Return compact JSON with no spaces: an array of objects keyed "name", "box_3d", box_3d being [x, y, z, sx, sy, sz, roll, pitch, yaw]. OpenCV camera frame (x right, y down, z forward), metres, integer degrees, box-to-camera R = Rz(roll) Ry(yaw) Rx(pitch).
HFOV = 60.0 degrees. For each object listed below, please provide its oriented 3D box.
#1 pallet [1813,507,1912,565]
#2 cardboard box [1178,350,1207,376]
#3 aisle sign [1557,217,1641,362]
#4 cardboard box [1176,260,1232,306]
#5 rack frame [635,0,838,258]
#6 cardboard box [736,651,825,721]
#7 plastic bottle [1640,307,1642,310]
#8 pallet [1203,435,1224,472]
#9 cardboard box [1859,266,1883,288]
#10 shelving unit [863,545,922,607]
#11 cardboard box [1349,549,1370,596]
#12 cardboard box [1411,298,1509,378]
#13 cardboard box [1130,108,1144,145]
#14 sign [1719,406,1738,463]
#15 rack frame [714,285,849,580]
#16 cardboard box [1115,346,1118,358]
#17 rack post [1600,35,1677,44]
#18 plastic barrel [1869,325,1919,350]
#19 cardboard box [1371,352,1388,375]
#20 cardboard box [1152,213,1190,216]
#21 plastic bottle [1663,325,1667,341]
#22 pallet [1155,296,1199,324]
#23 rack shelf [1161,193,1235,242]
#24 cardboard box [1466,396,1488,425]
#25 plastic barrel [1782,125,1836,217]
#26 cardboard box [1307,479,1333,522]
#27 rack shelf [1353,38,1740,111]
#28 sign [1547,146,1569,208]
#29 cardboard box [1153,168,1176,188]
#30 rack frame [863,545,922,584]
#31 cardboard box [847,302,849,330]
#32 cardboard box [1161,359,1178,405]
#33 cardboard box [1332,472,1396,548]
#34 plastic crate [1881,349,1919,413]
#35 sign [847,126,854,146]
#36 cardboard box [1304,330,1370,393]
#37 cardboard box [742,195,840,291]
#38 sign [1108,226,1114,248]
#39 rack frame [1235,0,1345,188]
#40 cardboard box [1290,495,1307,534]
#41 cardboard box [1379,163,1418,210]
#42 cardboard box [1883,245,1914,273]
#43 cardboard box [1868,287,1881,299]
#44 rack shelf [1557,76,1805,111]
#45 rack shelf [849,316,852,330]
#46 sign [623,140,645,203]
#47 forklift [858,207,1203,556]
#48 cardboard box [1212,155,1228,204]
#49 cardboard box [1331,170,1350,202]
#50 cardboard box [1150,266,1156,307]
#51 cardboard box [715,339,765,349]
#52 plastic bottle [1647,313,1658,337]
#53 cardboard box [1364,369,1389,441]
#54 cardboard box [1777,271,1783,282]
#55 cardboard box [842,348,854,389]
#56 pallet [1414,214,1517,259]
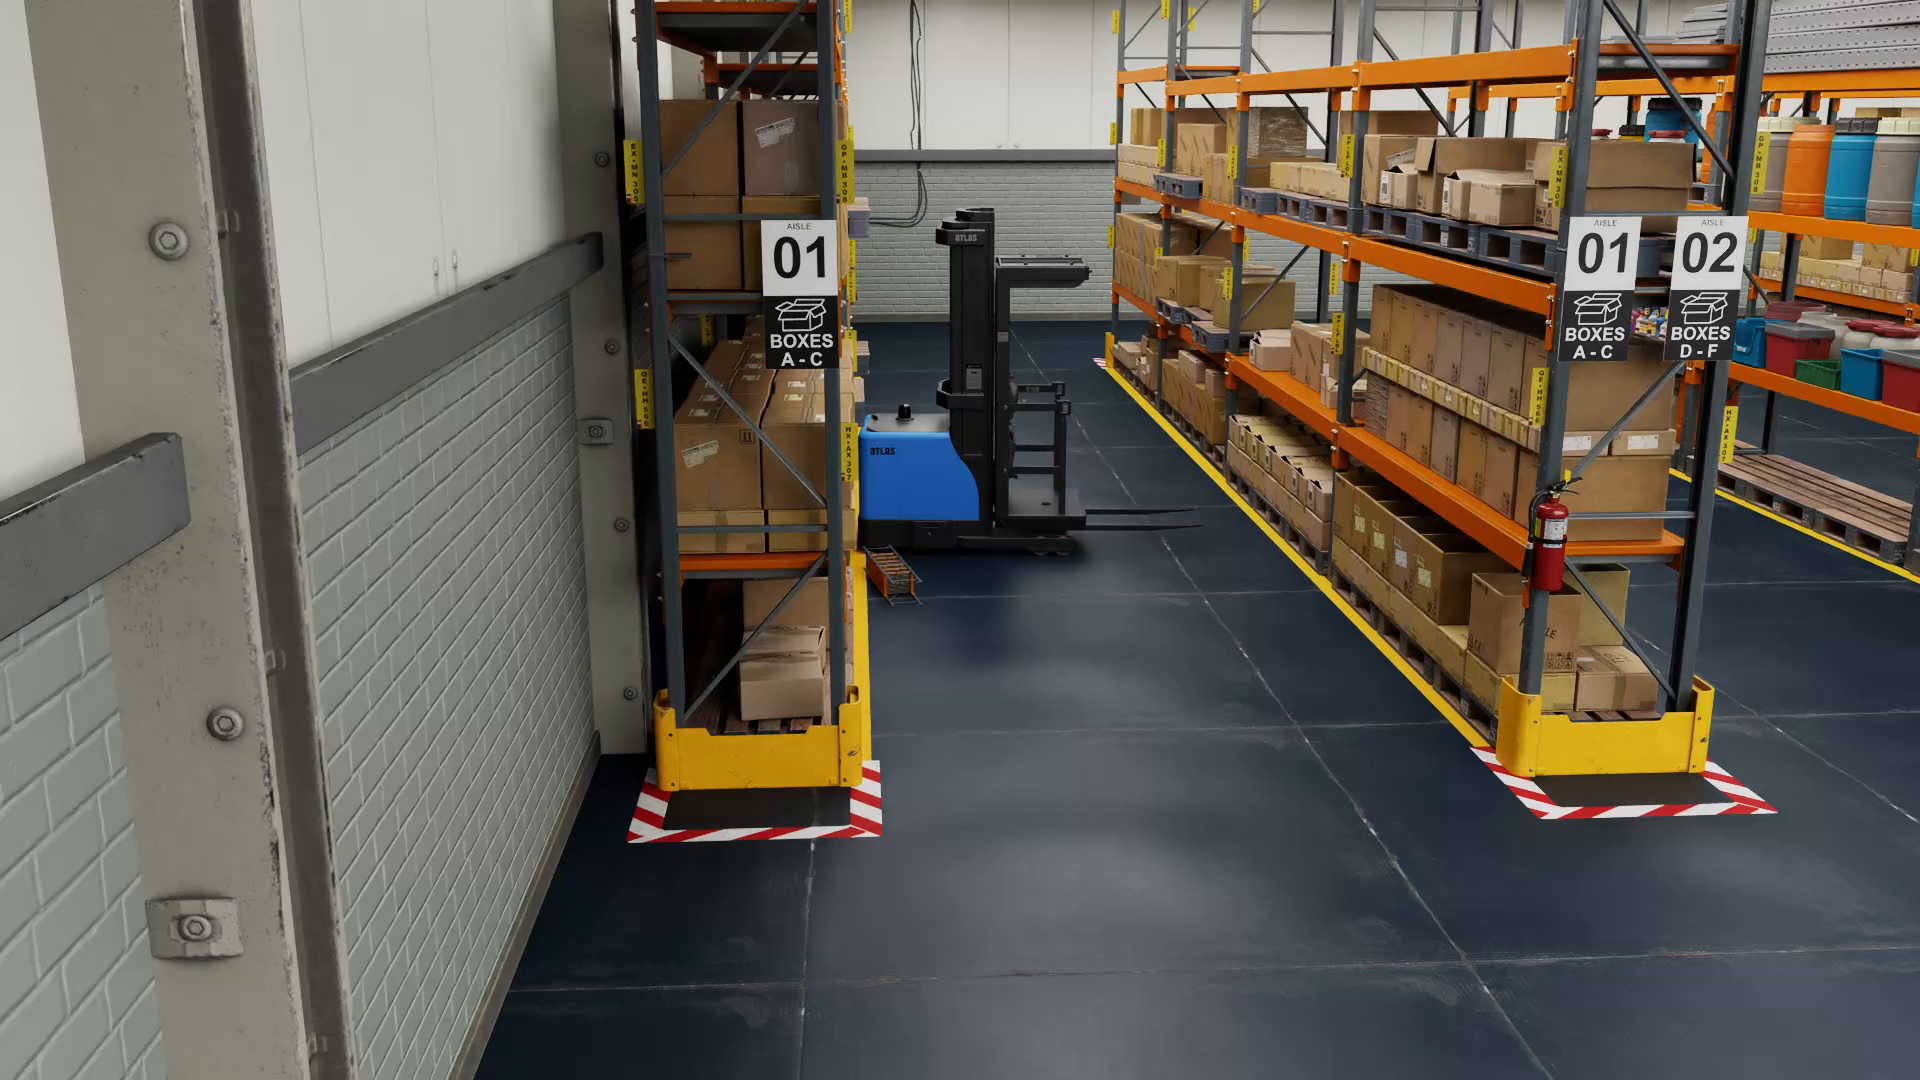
[{"name":"pallet","box_3d":[8.401,-0.047,14.784,1.003,0.211,1.213,-1,14,-3]},{"name":"cardboard box","box_3d":[2.897,-2.109,19.833,0.500,0.250,0.500,-1,14,-3]},{"name":"aisle sign","box_3d":[3.503,-1.370,9.115,0.394,0.787,0.004,-1,14,-3]},{"name":"cardboard box","box_3d":[2.961,-3.077,19.922,0.700,0.500,0.500,1,14,5]},{"name":"rack frame","box_3d":[-1.152,-2.960,8.471,1.000,3.000,0.127,-1,14,-3]},{"name":"cardboard box","box_3d":[-1.105,0.861,10.173,0.500,0.311,0.500,-3,15,-10]},{"name":"plastic bottle","box_3d":[8.270,-2.814,20.201,0.097,0.271,0.097,0,14,0]},{"name":"pallet","box_3d":[3.288,-0.957,18.324,1.003,0.211,1.213,-1,14,-3]},{"name":"cardboard box","box_3d":[12.613,-3.574,22.602,0.500,0.250,0.500,0,14,-2]},{"name":"shelving unit","box_3d":[-0.560,0.281,13.542,0.258,0.189,1.200,-4,15,-14]},{"name":"cardboard box","box_3d":[3.296,0.246,12.726,0.500,0.250,0.500,-1,14,-3]},{"name":"cardboard box","box_3d":[3.641,-1.443,11.811,0.700,0.500,0.500,-1,14,-3]},{"name":"cardboard box","box_3d":[2.796,-5.843,23.490,0.700,0.500,0.500,-1,14,-3]},{"name":"sign","box_3d":[4.347,-0.597,9.429,0.100,0.325,0.005,-1,14,-3]},{"name":"rack frame","box_3d":[-1.400,-1.049,13.085,1.000,3.000,0.127,-1,14,-3]},{"name":"cardboard box","box_3d":[2.499,-2.781,24.616,0.380,0.166,0.250,-1,14,-3]},{"name":"rack post","box_3d":[8.014,-5.851,19.858,0.937,0.300,0.954,-1,14,-4]},{"name":"plastic barrel","box_3d":[8.603,-1.692,15.310,0.433,0.535,0.433,0,14,0]},{"name":"cardboard box","box_3d":[3.384,-1.357,12.779,0.380,0.149,0.250,-1,14,-3]},{"name":"cardboard box","box_3d":[3.103,-4.537,24.435,0.500,0.500,0.500,-1,14,-4]},{"name":"plastic bottle","box_3d":[7.787,-2.281,18.272,0.097,0.201,0.097,0,14,0]},{"name":"pallet","box_3d":[2.989,-2.823,20.364,1.003,0.211,1.213,-1,14,-3]},{"name":"rack shelf","box_3d":[3.173,-3.723,18.902,1.077,0.370,4.000,-1,14,-3]},{"name":"cardboard box","box_3d":[3.515,-0.843,10.781,0.380,0.149,0.250,0,14,-2]},{"name":"plastic barrel","box_3d":[8.115,-3.488,15.680,0.600,0.830,0.708,-1,14,-3]},{"name":"cardboard box","box_3d":[3.233,-0.366,13.981,0.500,0.311,0.500,-1,14,-3]},{"name":"rack shelf","box_3d":[3.668,-2.993,10.845,1.077,0.370,4.000,-1,14,-3]},{"name":"sign","box_3d":[3.250,-1.970,9.026,0.100,0.325,0.005,-1,14,-3]},{"name":"cardboard box","box_3d":[2.753,-4.613,21.218,0.500,0.250,0.500,-1,14,-3]},{"name":"rack frame","box_3d":[-0.560,0.192,13.520,0.240,0.006,1.200,-4,15,-14]},{"name":"cardboard box","box_3d":[-1.422,-2.371,17.385,0.500,0.500,0.500,0,14,-2]},{"name":"cardboard box","box_3d":[2.836,-1.995,20.893,0.500,0.500,0.500,-2,15,-6]},{"name":"cardboard box","box_3d":[3.261,-0.242,13.116,0.500,0.500,0.500,-1,14,-3]},{"name":"plastic crate","box_3d":[8.153,-1.349,14.121,0.402,0.464,0.583,-1,14,-3]},{"name":"sign","box_3d":[-1.354,-4.905,20.383,0.100,0.325,0.005,-1,14,-3]},{"name":"cardboard box","box_3d":[3.449,-1.622,15.110,0.500,0.500,0.500,-1,14,-3]},{"name":"cardboard box","box_3d":[-0.923,-1.652,9.168,0.500,0.500,0.500,-1,14,-2]},{"name":"sign","box_3d":[2.259,-4.522,24.845,0.100,0.325,0.005,-1,14,-3]},{"name":"rack frame","box_3d":[3.297,-5.027,16.505,1.000,3.000,0.127,-1,14,-3]},{"name":"cardboard box","box_3d":[3.200,-0.223,14.549,0.500,0.250,0.500,-1,14,-4]},{"name":"cardboard box","box_3d":[3.346,-2.544,11.929,0.500,0.311,0.500,-2,15,-7]},{"name":"cardboard box","box_3d":[12.641,-3.813,22.026,0.500,0.500,0.500,0,14,-2]},{"name":"cardboard box","box_3d":[12.559,-3.345,22.513,0.380,0.149,0.250,-1,14,-4]},{"name":"rack shelf","box_3d":[8.117,-5.058,18.871,1.077,0.370,4.000,-1,14,-3]},{"name":"rack shelf","box_3d":[-1.771,-2.193,18.974,1.077,0.370,4.000,-1,14,-3]},{"name":"sign","box_3d":[-1.707,-1.933,8.721,0.100,0.325,0.005,-1,14,-3]},{"name":"forklift","box_3d":[0.625,-1.418,14.655,3.031,2.935,1.130,0,14,1]},{"name":"cardboard box","box_3d":[3.204,-3.858,17.779,0.910,0.500,0.500,-1,14,-3]},{"name":"cardboard box","box_3d":[3.479,-3.000,14.106,0.500,0.250,0.500,-2,15,-9]},{"name":"cardboard box","box_3d":[2.762,-3.285,21.574,0.500,0.500,0.500,-1,14,-3]},{"name":"cardboard box","box_3d":[-1.579,-1.230,12.541,0.500,0.500,0.500,-1,14,-5]},{"name":"plastic bottle","box_3d":[7.762,-2.412,18.640,0.097,0.271,0.097,0,14,0]},{"name":"cardboard box","box_3d":[3.578,-1.065,12.945,0.700,0.500,0.500,-1,14,-5]},{"name":"cardboard box","box_3d":[12.415,-3.921,24.749,0.380,0.149,0.250,-1,14,-5]},{"name":"cardboard box","box_3d":[-1.025,-1.113,12.088,0.500,0.500,0.500,-1,14,-4]},{"name":"pallet","box_3d":[3.696,-2.022,11.024,1.003,0.211,1.213,-1,14,-3]}]
